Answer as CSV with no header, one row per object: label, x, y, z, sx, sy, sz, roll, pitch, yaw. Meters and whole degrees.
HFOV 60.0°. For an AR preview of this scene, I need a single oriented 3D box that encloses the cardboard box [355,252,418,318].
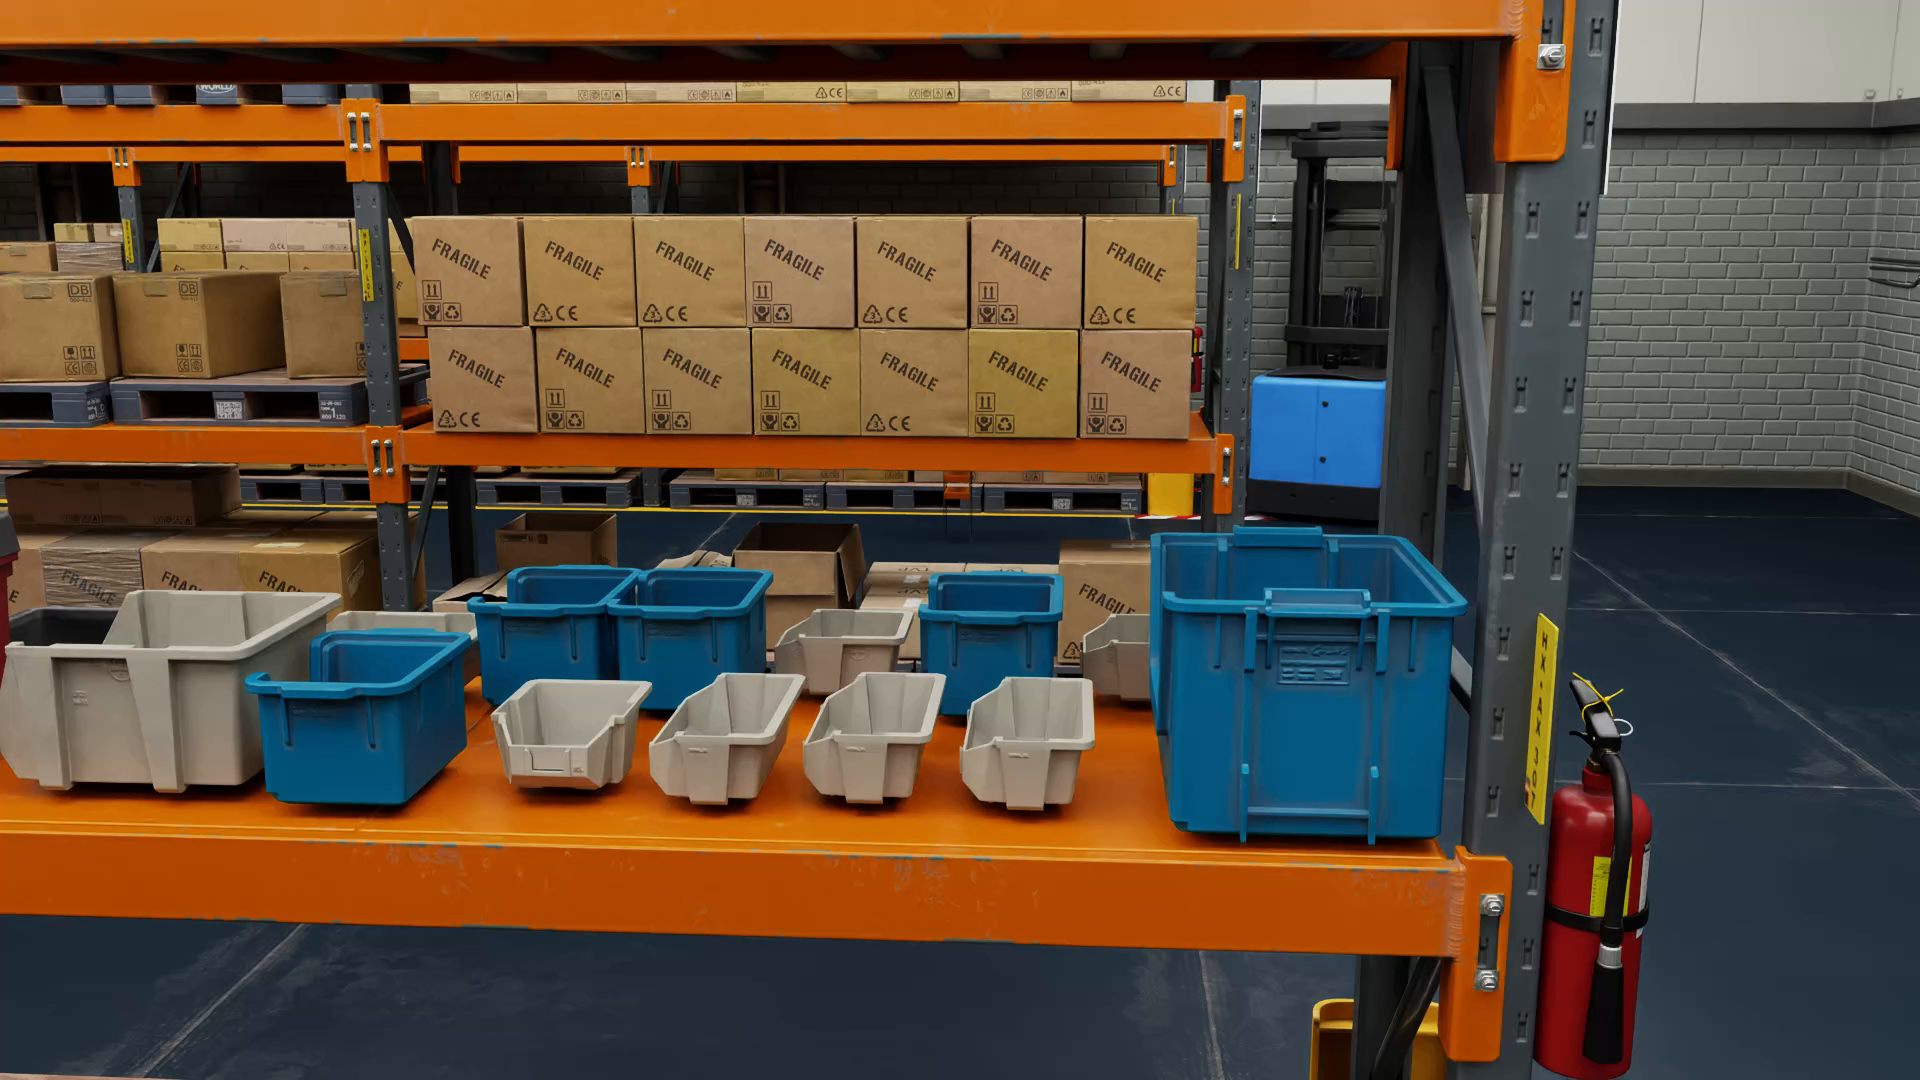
cardboard box,-4.362,-2.003,12.997,0.500,0.500,0.500,1,12,5

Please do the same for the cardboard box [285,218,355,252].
cardboard box,-4.895,-2.378,12.961,0.500,0.250,0.500,1,12,4

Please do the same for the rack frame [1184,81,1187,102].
rack frame,1.616,-4.706,12.288,0.127,3.000,1.000,1,12,4

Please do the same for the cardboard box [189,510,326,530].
cardboard box,-3.702,0.134,8.830,0.500,0.500,0.500,1,12,5

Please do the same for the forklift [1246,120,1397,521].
forklift,3.240,-1.821,13.316,1.130,2.935,3.031,6,13,25

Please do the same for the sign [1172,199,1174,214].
sign,1.566,-2.342,12.230,0.005,0.325,0.100,1,12,4

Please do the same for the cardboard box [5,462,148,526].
cardboard box,-4.667,-0.248,8.827,0.500,0.250,0.500,1,12,3

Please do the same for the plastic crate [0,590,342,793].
plastic crate,-1.526,0.287,3.214,0.530,0.282,0.437,1,12,4

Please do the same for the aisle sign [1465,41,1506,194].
aisle sign,1.046,-1.078,3.246,0.004,0.787,0.394,1,12,4

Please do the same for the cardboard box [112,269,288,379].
cardboard box,-3.851,-1.115,8.505,0.500,0.500,0.700,3,12,13

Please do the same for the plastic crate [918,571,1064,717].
plastic crate,0.073,0.227,3.618,0.300,0.233,0.416,1,12,4

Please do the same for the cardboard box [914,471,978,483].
cardboard box,-0.090,-0.754,13.128,0.500,0.500,0.700,0,12,2

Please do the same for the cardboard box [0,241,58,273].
cardboard box,-7.395,-2.150,13.401,0.500,0.500,0.700,0,12,-2

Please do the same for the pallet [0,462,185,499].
pallet,-7.146,-0.525,13.763,1.213,0.211,1.003,1,12,4

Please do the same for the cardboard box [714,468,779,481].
cardboard box,-1.636,-0.775,13.227,0.500,0.500,0.700,1,12,4

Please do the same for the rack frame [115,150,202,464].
rack frame,-6.366,-1.879,13.425,0.127,3.000,1.000,1,12,4

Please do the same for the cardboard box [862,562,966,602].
cardboard box,-0.233,0.294,8.678,0.500,0.250,0.500,1,12,4

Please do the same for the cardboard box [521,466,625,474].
cardboard box,-3.032,-0.960,13.256,0.750,0.750,0.750,1,12,4

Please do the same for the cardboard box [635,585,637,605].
cardboard box,-1.737,0.310,8.846,0.250,0.149,0.380,1,12,4

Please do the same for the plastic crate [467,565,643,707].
plastic crate,-0.884,0.214,3.681,0.300,0.233,0.416,1,12,4

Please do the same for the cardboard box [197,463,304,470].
cardboard box,-5.641,-0.996,13.426,0.750,0.750,0.750,1,12,3

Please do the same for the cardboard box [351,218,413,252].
cardboard box,-4.385,-2.373,12.934,0.500,0.250,0.500,1,12,3

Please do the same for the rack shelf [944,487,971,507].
rack shelf,-0.014,-0.309,11.704,0.180,0.103,0.258,1,12,4

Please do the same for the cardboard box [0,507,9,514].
cardboard box,-5.228,0.113,8.932,0.500,0.500,0.500,0,12,2

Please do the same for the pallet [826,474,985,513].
pallet,-0.401,-0.417,13.246,1.213,0.211,1.003,1,12,4

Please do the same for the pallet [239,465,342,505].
pallet,-5.585,-0.488,13.585,1.213,0.211,1.003,1,12,4

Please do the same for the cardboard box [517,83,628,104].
cardboard box,-1.735,-2.142,7.723,0.500,0.250,0.500,1,12,4

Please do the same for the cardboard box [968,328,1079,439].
cardboard box,0.306,-0.763,7.847,0.500,0.500,0.500,1,12,4

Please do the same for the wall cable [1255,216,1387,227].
wall cable,2.957,-2.443,13.638,1.851,1.984,0.084,1,12,4

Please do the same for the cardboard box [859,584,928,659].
cardboard box,-0.216,0.397,8.187,0.500,0.250,0.500,1,12,4

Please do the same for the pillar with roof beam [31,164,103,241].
pillar with roof beam,-7.893,-4.131,9.536,0.400,9.000,9.100,1,12,4

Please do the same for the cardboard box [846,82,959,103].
cardboard box,-0.240,-2.119,7.611,0.500,0.250,0.500,1,12,4

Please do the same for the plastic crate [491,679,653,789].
plastic crate,-0.736,0.374,3.152,0.250,0.136,0.298,1,12,4

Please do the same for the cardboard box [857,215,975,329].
cardboard box,-0.196,-1.259,7.773,0.500,0.500,0.500,1,12,5

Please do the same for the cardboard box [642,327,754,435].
cardboard box,-1.202,-0.785,7.950,0.500,0.500,0.500,1,12,3

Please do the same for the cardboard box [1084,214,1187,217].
cardboard box,0.863,-1.356,8.238,0.500,0.500,0.500,1,12,5

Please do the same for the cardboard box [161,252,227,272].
cardboard box,-5.899,-2.024,13.101,0.500,0.500,0.500,1,12,5

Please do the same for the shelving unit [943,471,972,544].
shelving unit,-0.014,-0.587,11.646,0.189,1.200,0.258,1,12,4

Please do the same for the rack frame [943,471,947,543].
rack frame,-0.106,-0.589,11.652,0.006,1.200,0.240,1,12,4

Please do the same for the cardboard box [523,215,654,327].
cardboard box,-1.736,-1.280,7.874,0.500,0.500,0.500,0,12,2

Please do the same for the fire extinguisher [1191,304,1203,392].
fire extinguisher,1.736,-1.453,12.487,0.183,0.674,0.296,1,12,4

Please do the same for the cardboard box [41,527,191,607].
cardboard box,-4.207,0.232,8.362,0.500,0.500,0.500,1,12,4

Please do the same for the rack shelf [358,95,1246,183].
rack shelf,-0.707,-1.901,7.961,4.000,0.370,1.077,1,12,4

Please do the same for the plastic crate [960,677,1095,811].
plastic crate,0.128,0.380,3.124,0.243,0.136,0.396,1,12,4

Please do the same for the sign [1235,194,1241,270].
sign,1.232,-1.366,7.372,0.005,0.325,0.100,1,12,4

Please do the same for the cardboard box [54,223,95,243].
cardboard box,-7.034,-2.461,13.303,0.250,0.149,0.380,-1,12,-6

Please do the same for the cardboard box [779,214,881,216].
cardboard box,-0.664,-1.376,8.334,0.500,0.500,0.500,1,12,3

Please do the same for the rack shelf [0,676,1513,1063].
rack shelf,-1.042,0.579,3.431,4.000,0.370,1.077,1,12,4

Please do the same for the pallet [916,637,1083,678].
pallet,0.417,0.596,8.405,1.213,0.211,1.003,1,12,4

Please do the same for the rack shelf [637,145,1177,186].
rack shelf,-0.380,-2.913,12.799,4.000,0.370,1.077,1,12,4

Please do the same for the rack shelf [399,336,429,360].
rack shelf,-4.371,-1.500,13.368,4.000,0.370,1.077,1,12,4

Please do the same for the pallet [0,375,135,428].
pallet,-4.753,-0.747,8.484,1.213,0.211,1.003,1,12,4
